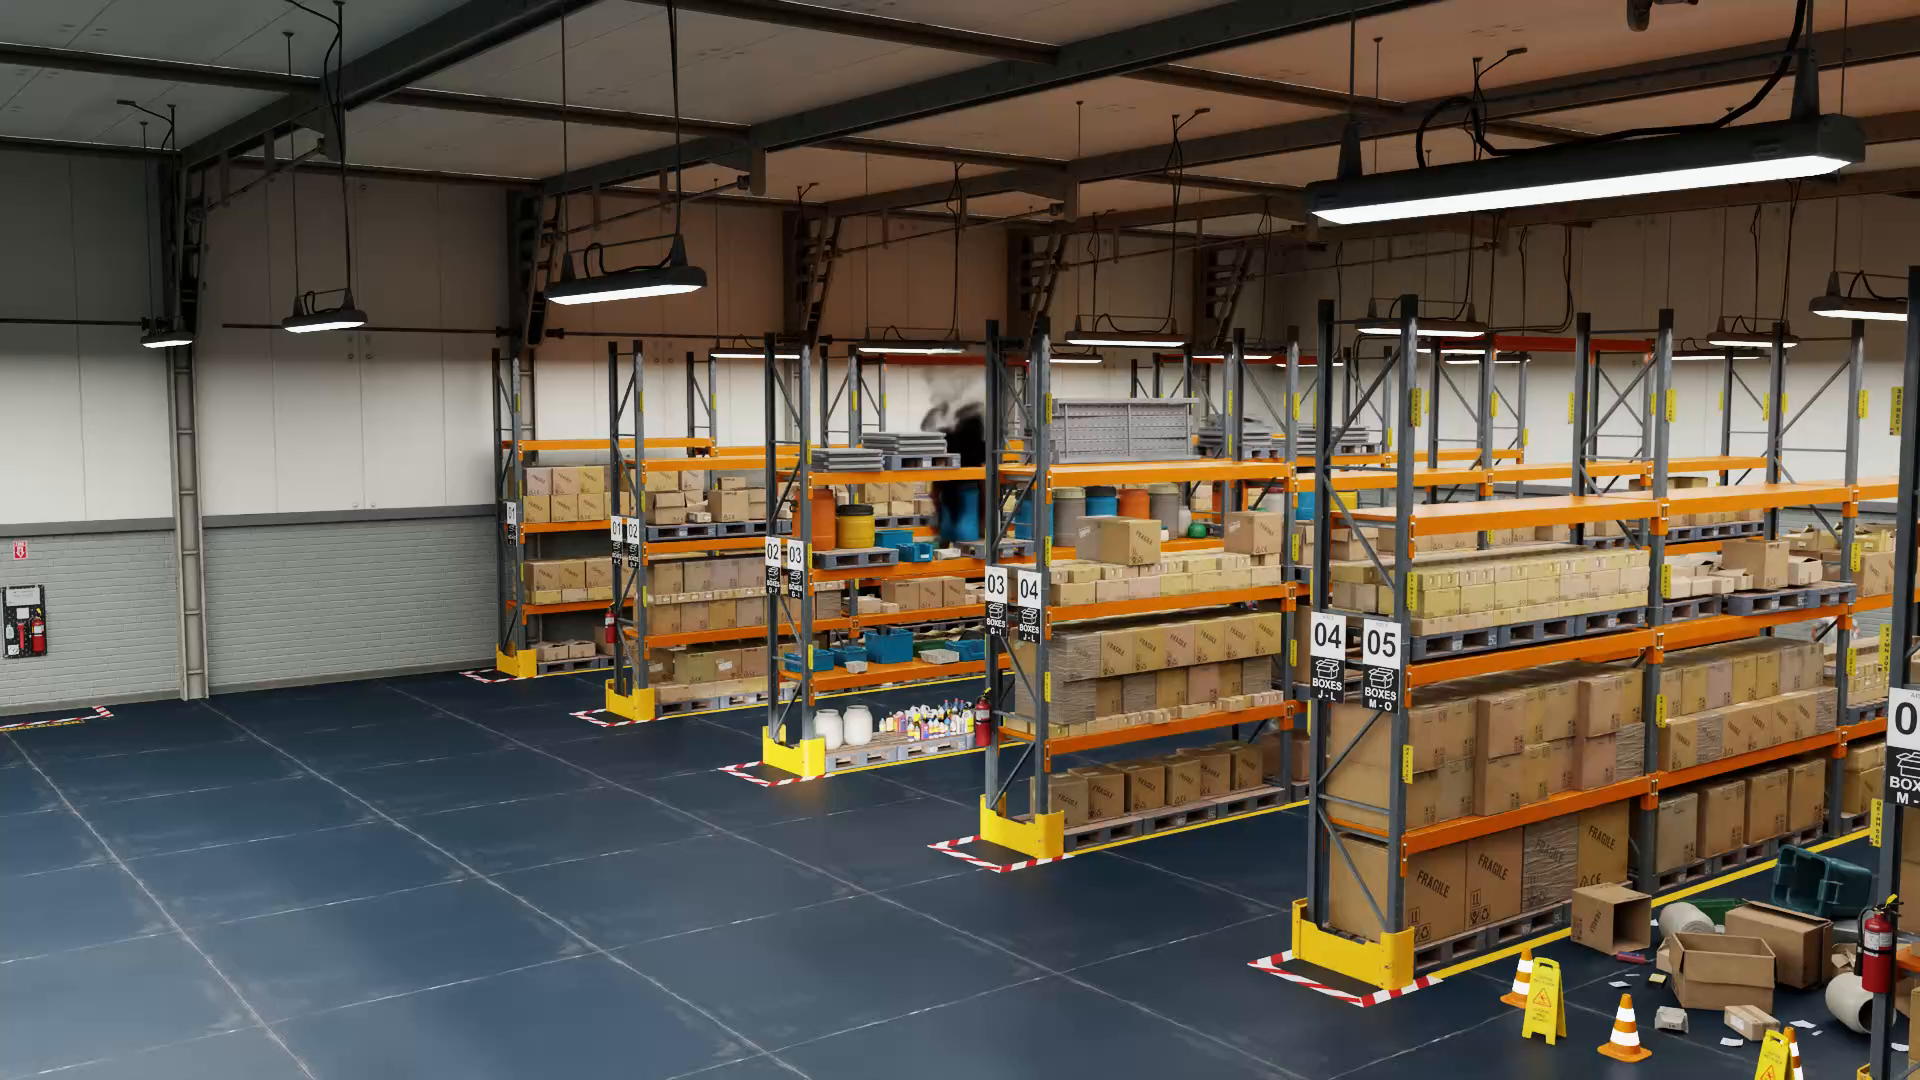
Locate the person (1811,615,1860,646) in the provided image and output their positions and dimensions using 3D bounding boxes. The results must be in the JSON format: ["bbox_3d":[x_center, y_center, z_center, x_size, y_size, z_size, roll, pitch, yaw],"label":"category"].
[{"bbox_3d":[14.647,1.832,27.686,0.724,1.747,0.947,0,5,-1],"label":"person"}]

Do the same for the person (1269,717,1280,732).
[{"bbox_3d":[4.604,1.949,24.134,0.801,1.793,0.658,-5,7,-44],"label":"person"}]
